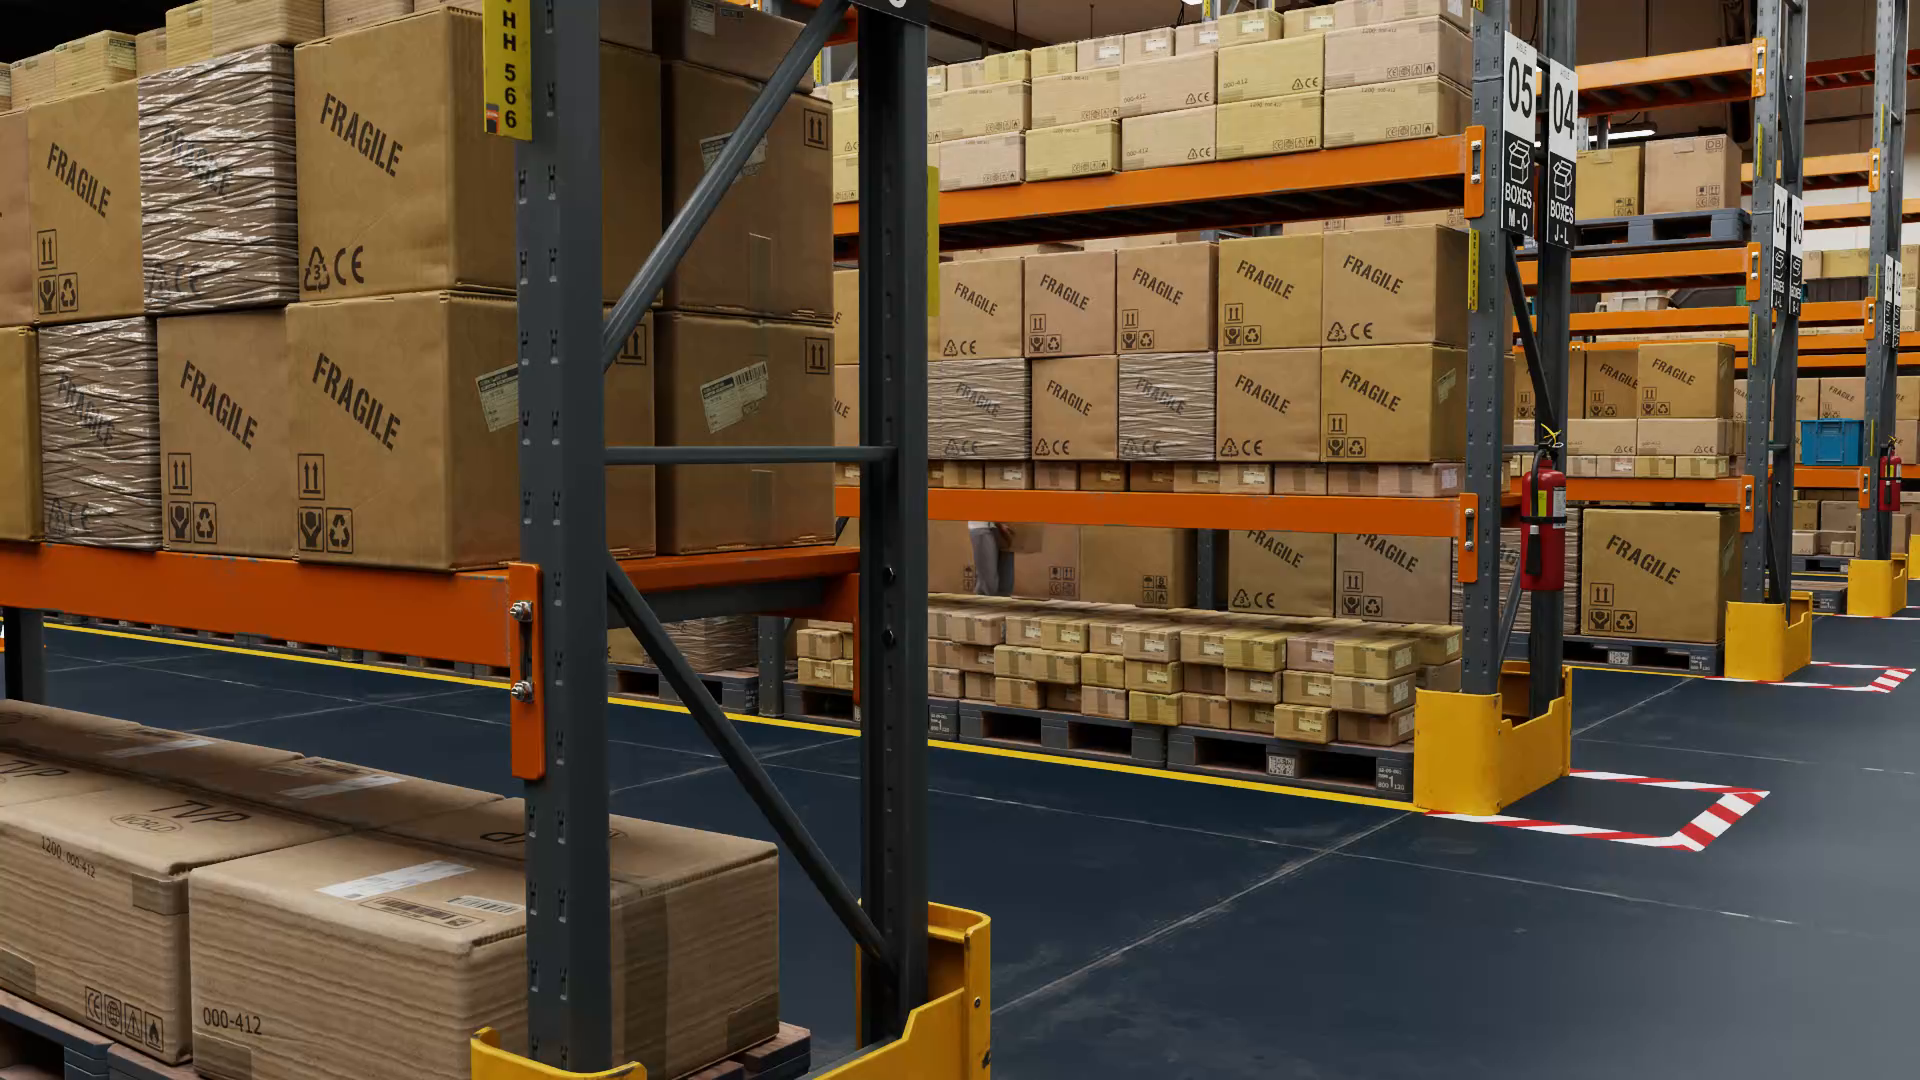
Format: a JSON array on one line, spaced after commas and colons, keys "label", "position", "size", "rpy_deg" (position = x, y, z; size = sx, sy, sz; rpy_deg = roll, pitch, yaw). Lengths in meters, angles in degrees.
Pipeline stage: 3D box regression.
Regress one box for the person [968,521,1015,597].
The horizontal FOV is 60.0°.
[{"label": "person", "position": [0.297, -0.061, 12.984], "size": [0.442, 1.686, 0.475], "rpy_deg": [2, 4, 35]}]
